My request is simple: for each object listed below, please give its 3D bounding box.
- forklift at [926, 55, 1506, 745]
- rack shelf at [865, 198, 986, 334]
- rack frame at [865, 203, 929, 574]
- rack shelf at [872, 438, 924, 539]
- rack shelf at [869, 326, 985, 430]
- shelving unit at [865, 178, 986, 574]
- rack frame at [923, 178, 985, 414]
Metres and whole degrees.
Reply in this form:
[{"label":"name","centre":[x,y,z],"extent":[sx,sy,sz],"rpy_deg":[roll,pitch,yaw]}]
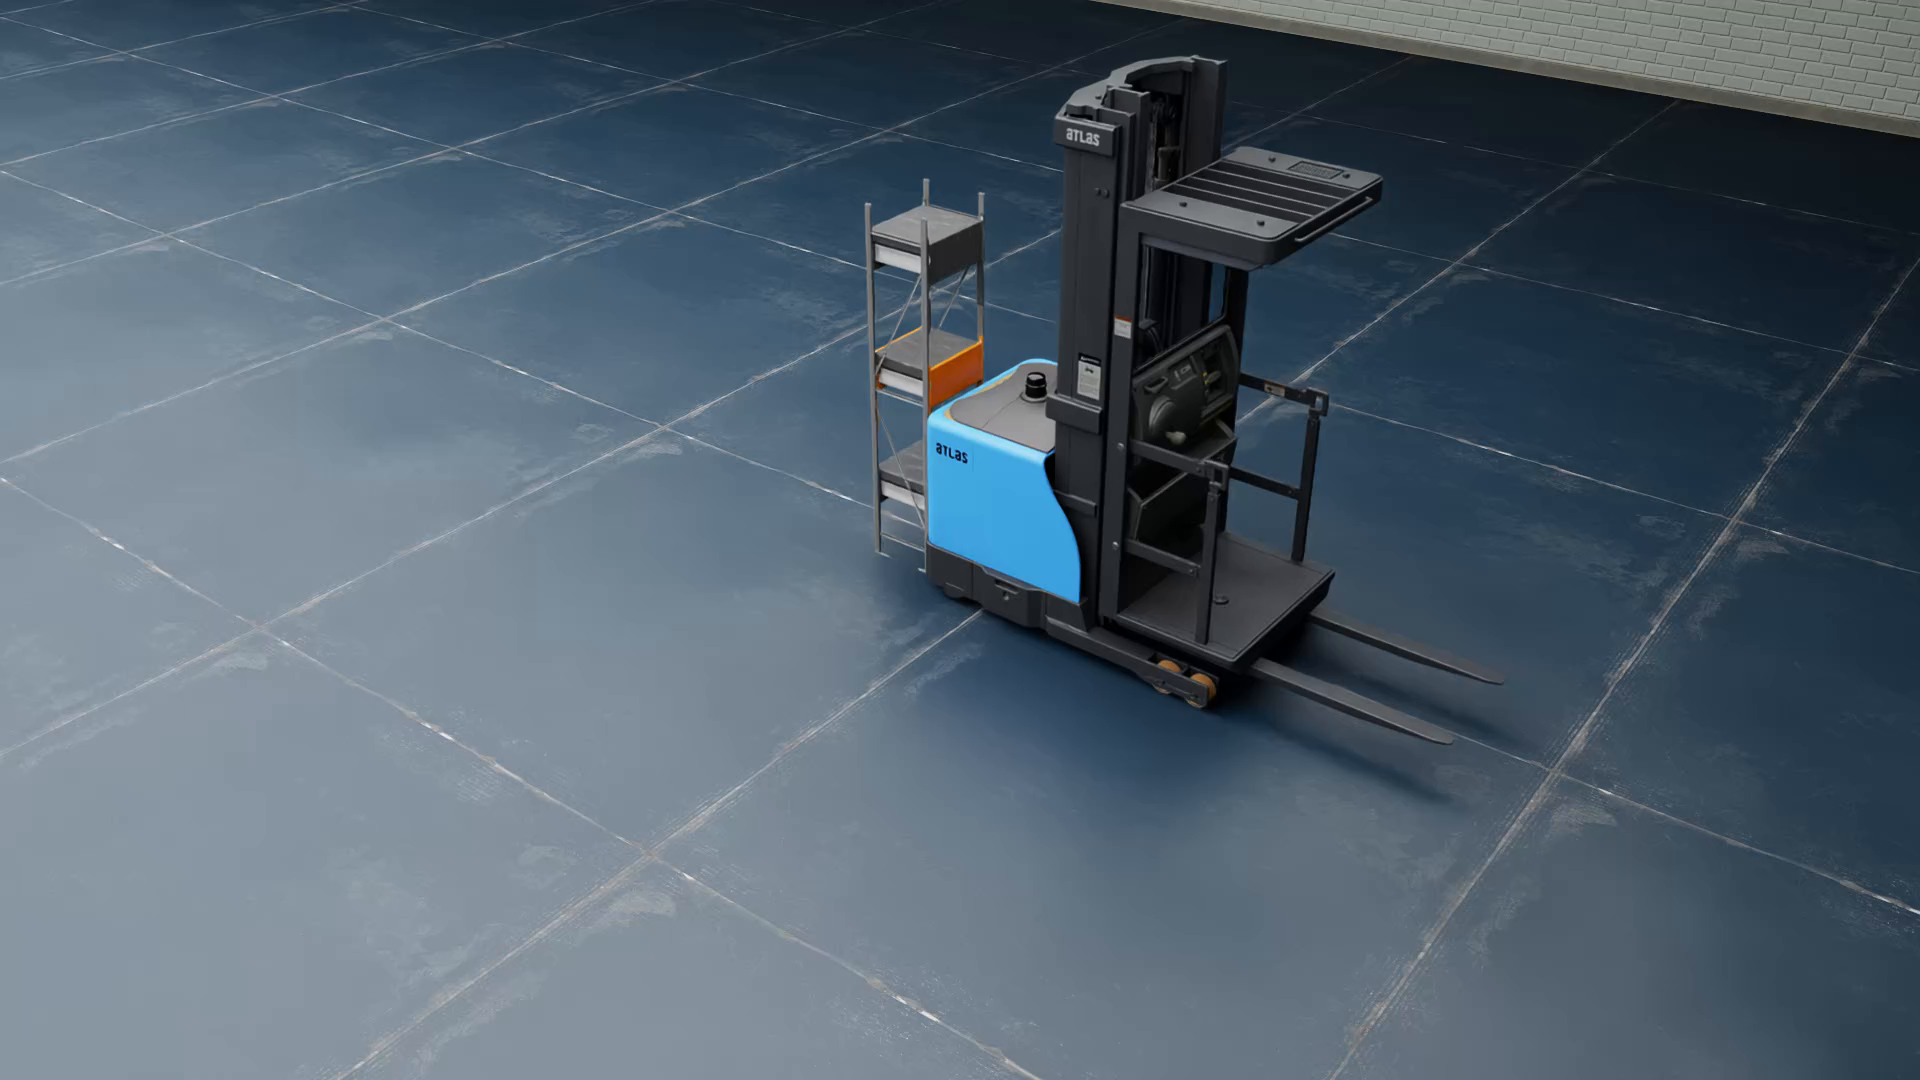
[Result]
[{"label":"forklift","centre":[1.284,-0.728,8.104],"extent":[3.031,2.935,1.130],"rpy_deg":[22,37,32]},{"label":"rack shelf","centre":[-0.180,-1.458,8.805],"extent":[0.431,0.518,0.480],"rpy_deg":[21,37,31]},{"label":"rack frame","centre":[-0.327,-0.769,8.987],"extent":[0.400,2.100,0.015],"rpy_deg":[21,37,31]},{"label":"rack shelf","centre":[-0.180,-0.254,9.519],"extent":[0.431,0.518,0.480],"rpy_deg":[21,37,31]},{"label":"rack shelf","centre":[-0.180,-0.856,9.162],"extent":[0.431,0.518,0.480],"rpy_deg":[21,37,31]},{"label":"shelving unit","centre":[-0.180,-0.868,9.155],"extent":[0.431,2.100,0.503],"rpy_deg":[21,37,31]},{"label":"rack frame","centre":[-0.033,-0.967,9.322],"extent":[0.400,2.100,0.015],"rpy_deg":[21,37,31]}]
